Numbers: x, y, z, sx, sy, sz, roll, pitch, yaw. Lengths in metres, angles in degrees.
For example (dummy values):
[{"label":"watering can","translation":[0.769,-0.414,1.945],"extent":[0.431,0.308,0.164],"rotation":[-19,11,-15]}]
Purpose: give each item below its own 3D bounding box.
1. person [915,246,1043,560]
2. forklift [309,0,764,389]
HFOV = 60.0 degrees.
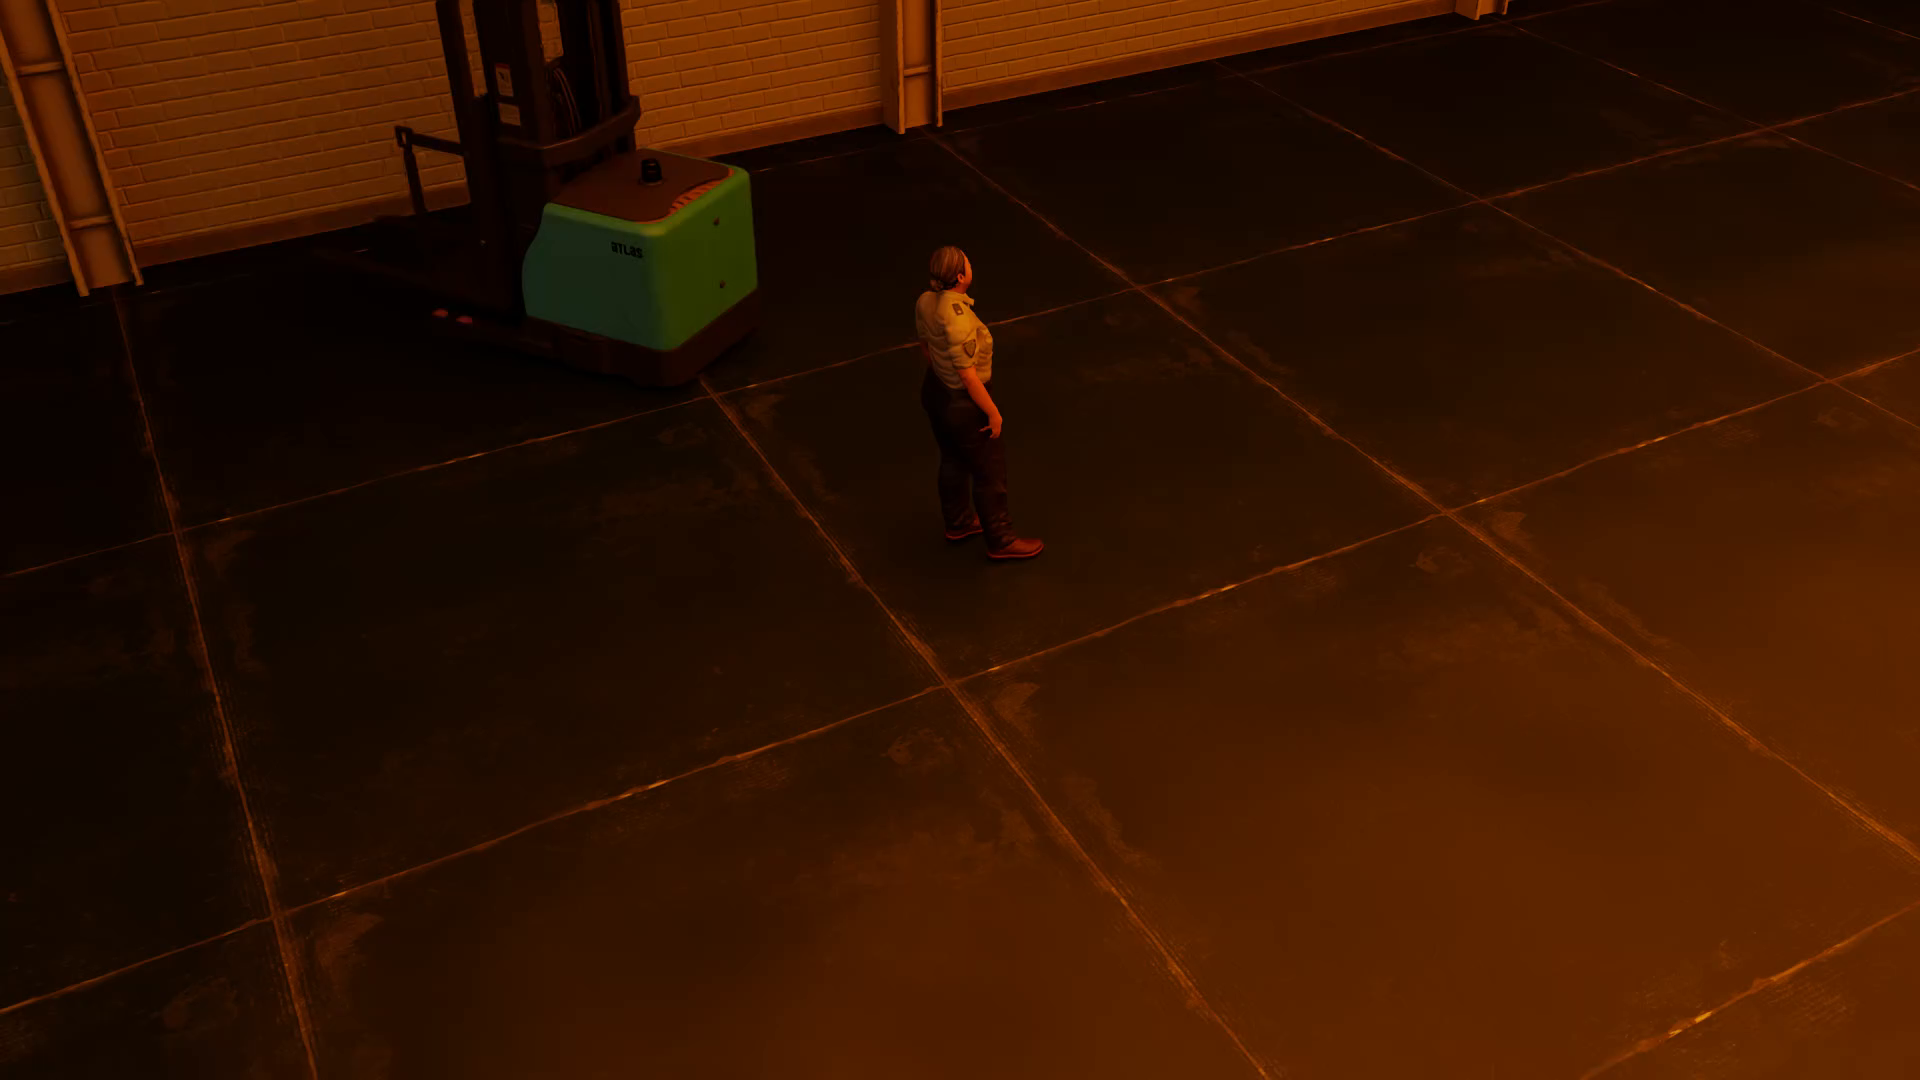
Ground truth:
[{"label":"person","translation":[0.090,-0.688,8.203],"extent":[0.502,1.643,0.598],"rotation":[-17,39,-23]},{"label":"forklift","translation":[-2.792,-2.683,9.918],"extent":[3.031,2.935,1.130],"rotation":[16,38,22]}]
